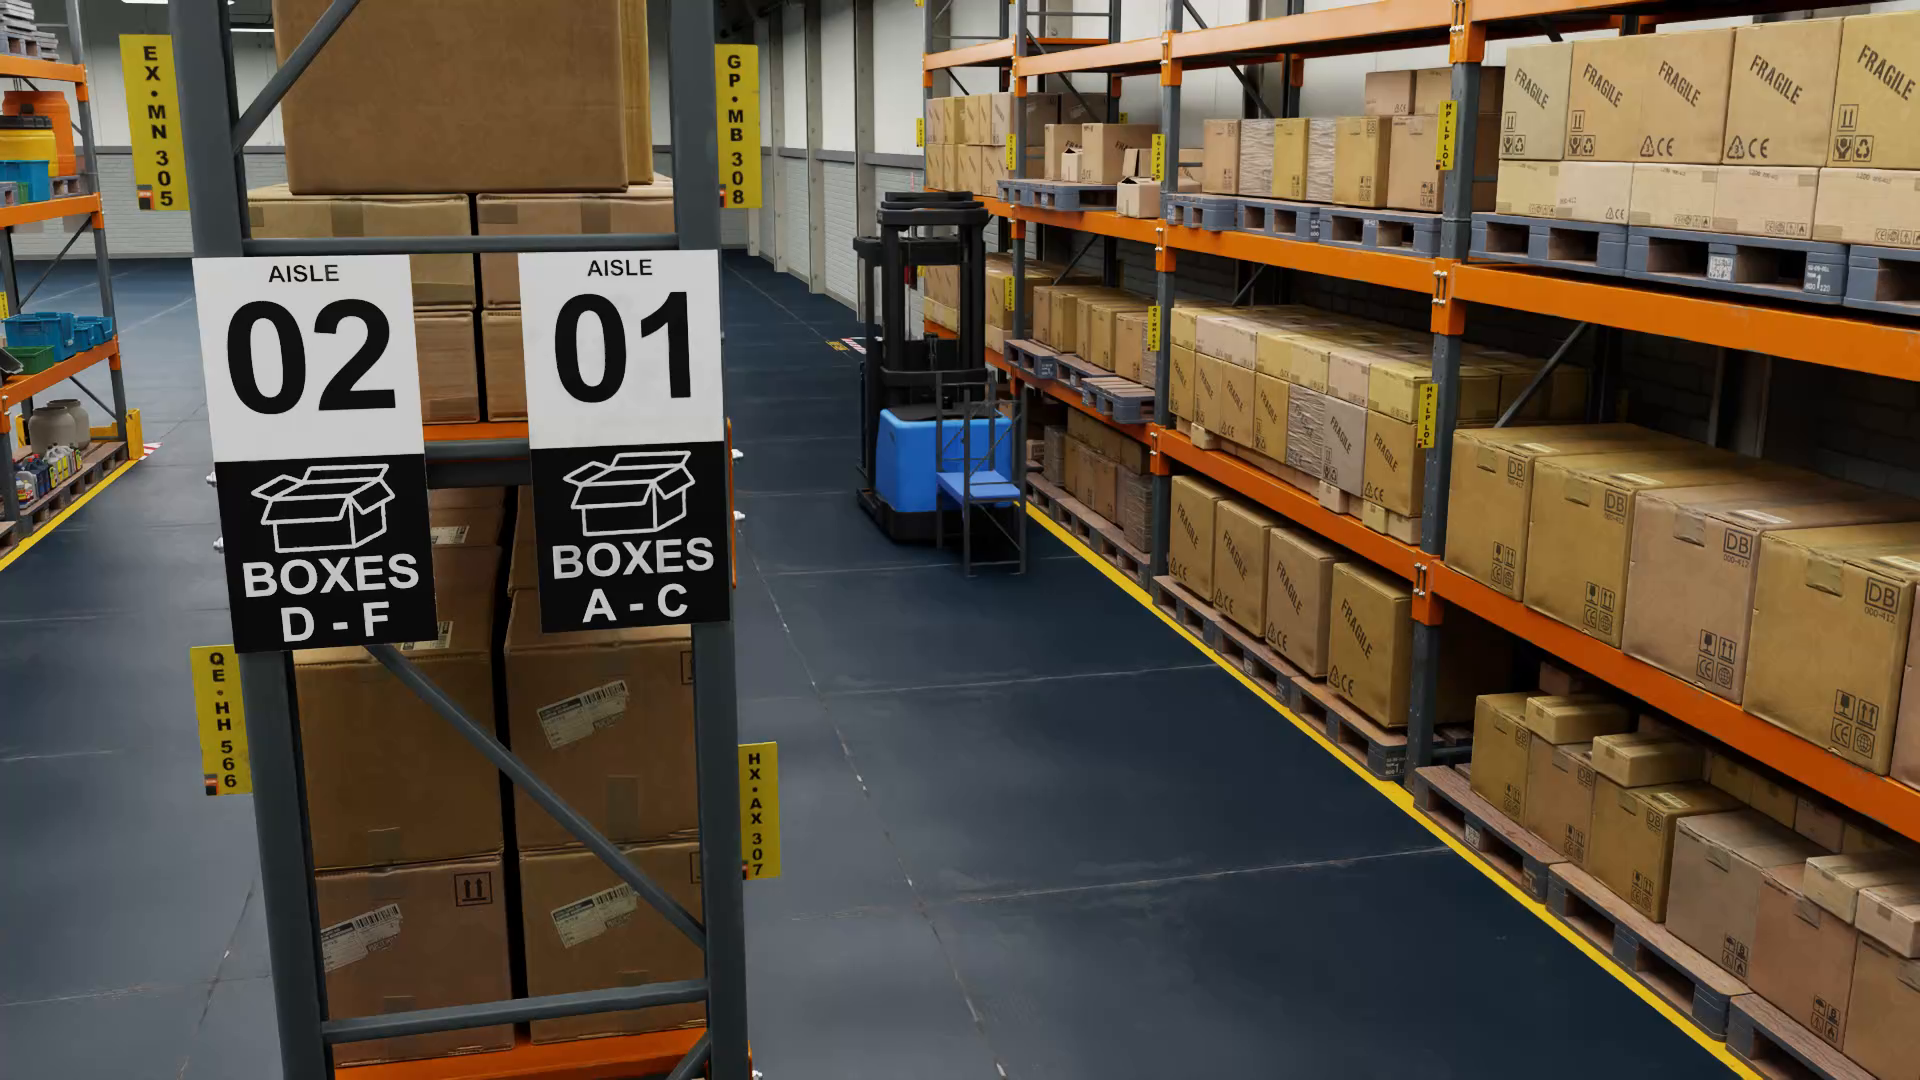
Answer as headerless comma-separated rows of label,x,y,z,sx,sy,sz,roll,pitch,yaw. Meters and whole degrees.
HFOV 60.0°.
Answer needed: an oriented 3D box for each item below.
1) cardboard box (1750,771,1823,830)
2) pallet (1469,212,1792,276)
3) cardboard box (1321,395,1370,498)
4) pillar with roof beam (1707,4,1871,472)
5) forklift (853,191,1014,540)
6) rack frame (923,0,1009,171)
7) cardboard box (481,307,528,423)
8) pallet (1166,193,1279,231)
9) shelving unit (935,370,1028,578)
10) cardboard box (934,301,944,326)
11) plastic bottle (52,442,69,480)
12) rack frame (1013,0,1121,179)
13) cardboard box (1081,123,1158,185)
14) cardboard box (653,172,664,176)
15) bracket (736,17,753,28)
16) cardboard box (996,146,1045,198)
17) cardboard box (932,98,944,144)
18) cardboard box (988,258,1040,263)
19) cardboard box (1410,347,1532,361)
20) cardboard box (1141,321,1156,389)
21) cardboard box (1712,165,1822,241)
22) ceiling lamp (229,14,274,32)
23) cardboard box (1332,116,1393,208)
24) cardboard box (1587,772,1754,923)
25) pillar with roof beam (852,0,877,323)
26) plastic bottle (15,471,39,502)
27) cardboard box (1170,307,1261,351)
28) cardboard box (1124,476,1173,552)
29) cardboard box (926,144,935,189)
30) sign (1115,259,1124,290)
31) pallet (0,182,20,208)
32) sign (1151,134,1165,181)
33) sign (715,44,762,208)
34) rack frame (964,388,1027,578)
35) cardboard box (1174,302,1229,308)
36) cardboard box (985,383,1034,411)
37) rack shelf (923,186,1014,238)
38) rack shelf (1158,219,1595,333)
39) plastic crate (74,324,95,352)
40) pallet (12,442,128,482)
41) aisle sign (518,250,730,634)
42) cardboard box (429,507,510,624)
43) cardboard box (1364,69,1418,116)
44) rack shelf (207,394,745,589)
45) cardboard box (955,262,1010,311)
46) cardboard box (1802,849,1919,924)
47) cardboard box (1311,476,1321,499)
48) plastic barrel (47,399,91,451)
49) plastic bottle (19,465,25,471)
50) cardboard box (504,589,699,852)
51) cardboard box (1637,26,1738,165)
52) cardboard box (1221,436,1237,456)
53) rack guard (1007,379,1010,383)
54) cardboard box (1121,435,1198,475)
cardboard box,3.489,1.054,6.810,0.380,0.149,0.250,-3,14,-13
pallet,3.069,-1.359,7.534,1.003,0.211,1.213,-3,14,-13
cardboard box,2.404,-0.546,9.463,0.500,0.500,0.500,-3,14,-13
pillar with roof beam,-0.292,-2.695,6.497,9.100,9.000,0.400,-3,14,-13
forklift,-0.365,-1.726,15.317,1.130,2.935,3.031,-3,14,-13
rack frame,0.069,-5.816,19.274,1.000,3.000,0.127,-3,14,-13
cardboard box,-0.861,-0.451,3.949,0.500,0.250,0.500,-3,14,-13
pallet,2.151,-2.276,11.502,1.213,0.211,1.003,-3,14,-11
shelving unit,0.162,-0.560,13.557,0.538,1.500,1.048,-3,14,-13
cardboard box,0.011,-2.590,18.981,0.500,0.250,0.500,-4,14,-15
plastic bottle,-8.596,-0.748,15.823,0.144,0.351,0.185,-3,14,-11
rack frame,1.008,-4.894,15.497,1.000,3.000,0.127,-3,14,-13
cardboard box,1.349,-3.274,14.092,0.500,0.500,0.500,-4,14,-15
cardboard box,-1.203,-1.041,5.308,0.500,0.250,0.500,-3,14,-13
bracket,-5.614,-13.663,43.805,0.076,0.066,4.783,-3,14,-13
cardboard box,0.649,-3.598,16.261,0.500,0.500,0.500,-3,14,-12
cardboard box,-0.008,-4.682,18.592,0.500,0.500,0.500,-3,14,-14
cardboard box,0.621,-2.871,18.551,0.500,0.500,0.500,-4,14,-15
cardboard box,2.903,-0.942,9.502,0.500,0.250,0.500,-3,14,-13
cardboard box,1.828,-1.427,12.809,0.700,0.500,0.500,-5,15,-20
cardboard box,3.146,-1.242,6.090,0.500,0.250,0.500,-4,14,-15
ceiling lamp,-17.020,-13.883,39.990,2.000,3.185,0.800,-3,14,-13
cardboard box,2.594,-2.187,9.601,0.700,0.500,0.500,-4,14,-14
cardboard box,3.196,1.289,7.212,0.700,0.500,0.500,-3,14,-12
pillar with roof beam,-5.929,-8.232,29.159,9.100,9.000,0.400,-3,14,-13
plastic bottle,-8.373,-0.489,14.919,0.152,0.276,0.135,-3,14,-11
cardboard box,1.811,-1.498,11.778,0.500,0.250,0.500,-3,14,-12
cardboard box,1.728,-0.219,13.344,0.700,0.500,0.500,-3,14,-12
cardboard box,-0.095,-4.327,19.243,0.500,0.500,0.500,-3,14,-12
sign,1.547,-2.574,16.201,0.100,0.325,0.005,-3,14,-13
pallet,-8.886,-2.954,14.274,1.213,0.211,1.003,-3,14,-13
sign,1.420,-2.735,11.892,0.100,0.325,0.005,-3,14,-13
sign,-0.460,-0.846,3.408,0.100,0.325,0.005,-3,14,-13
rack frame,0.276,-0.442,13.076,0.500,1.500,0.032,-3,14,-13
cardboard box,1.838,-1.712,12.610,0.380,0.149,0.250,-5,15,-21
cardboard box,0.402,-1.433,18.314,0.700,0.500,0.500,-4,14,-17
rack shelf,0.539,-3.548,17.827,1.077,0.370,4.000,-3,14,-13
rack shelf,2.418,-1.703,10.273,1.077,0.370,4.000,-3,14,-13
plastic crate,-9.006,-2.029,16.724,0.499,0.251,0.408,-3,14,-13
pallet,-9.312,-0.793,17.227,1.003,0.211,1.213,-3,14,-13
aisle sign,-0.686,-0.198,3.438,0.394,0.787,0.004,-3,14,-13
cardboard box,-1.605,0.208,4.936,0.500,0.500,0.500,-3,14,-12
cardboard box,2.664,-2.554,9.524,0.500,0.250,0.500,-4,14,-15
rack shelf,-1.457,-0.503,5.362,1.077,0.370,4.000,-3,14,-13
cardboard box,0.243,-2.724,17.950,0.500,0.500,0.500,-3,14,-11
cardboard box,3.297,1.250,6.006,0.380,0.149,0.250,-3,14,-12
cardboard box,2.321,-0.321,9.906,0.380,0.149,0.250,-3,14,-13
plastic barrel,-9.332,-1.198,17.367,0.421,0.512,0.421,0,14,0
plastic bottle,-8.559,-0.552,15.186,0.097,0.271,0.097,0,14,0
cardboard box,-0.835,0.415,4.093,0.500,0.500,0.500,-3,14,-11
cardboard box,3.030,-1.723,6.479,0.500,0.500,0.500,-3,14,-13
cardboard box,2.010,-0.680,11.376,0.380,0.149,0.250,-3,14,-14
rack guard,0.087,-1.670,20.211,1.175,0.500,0.348,-3,14,-13
cardboard box,1.655,-0.719,13.808,0.500,0.250,0.500,-3,14,-12
